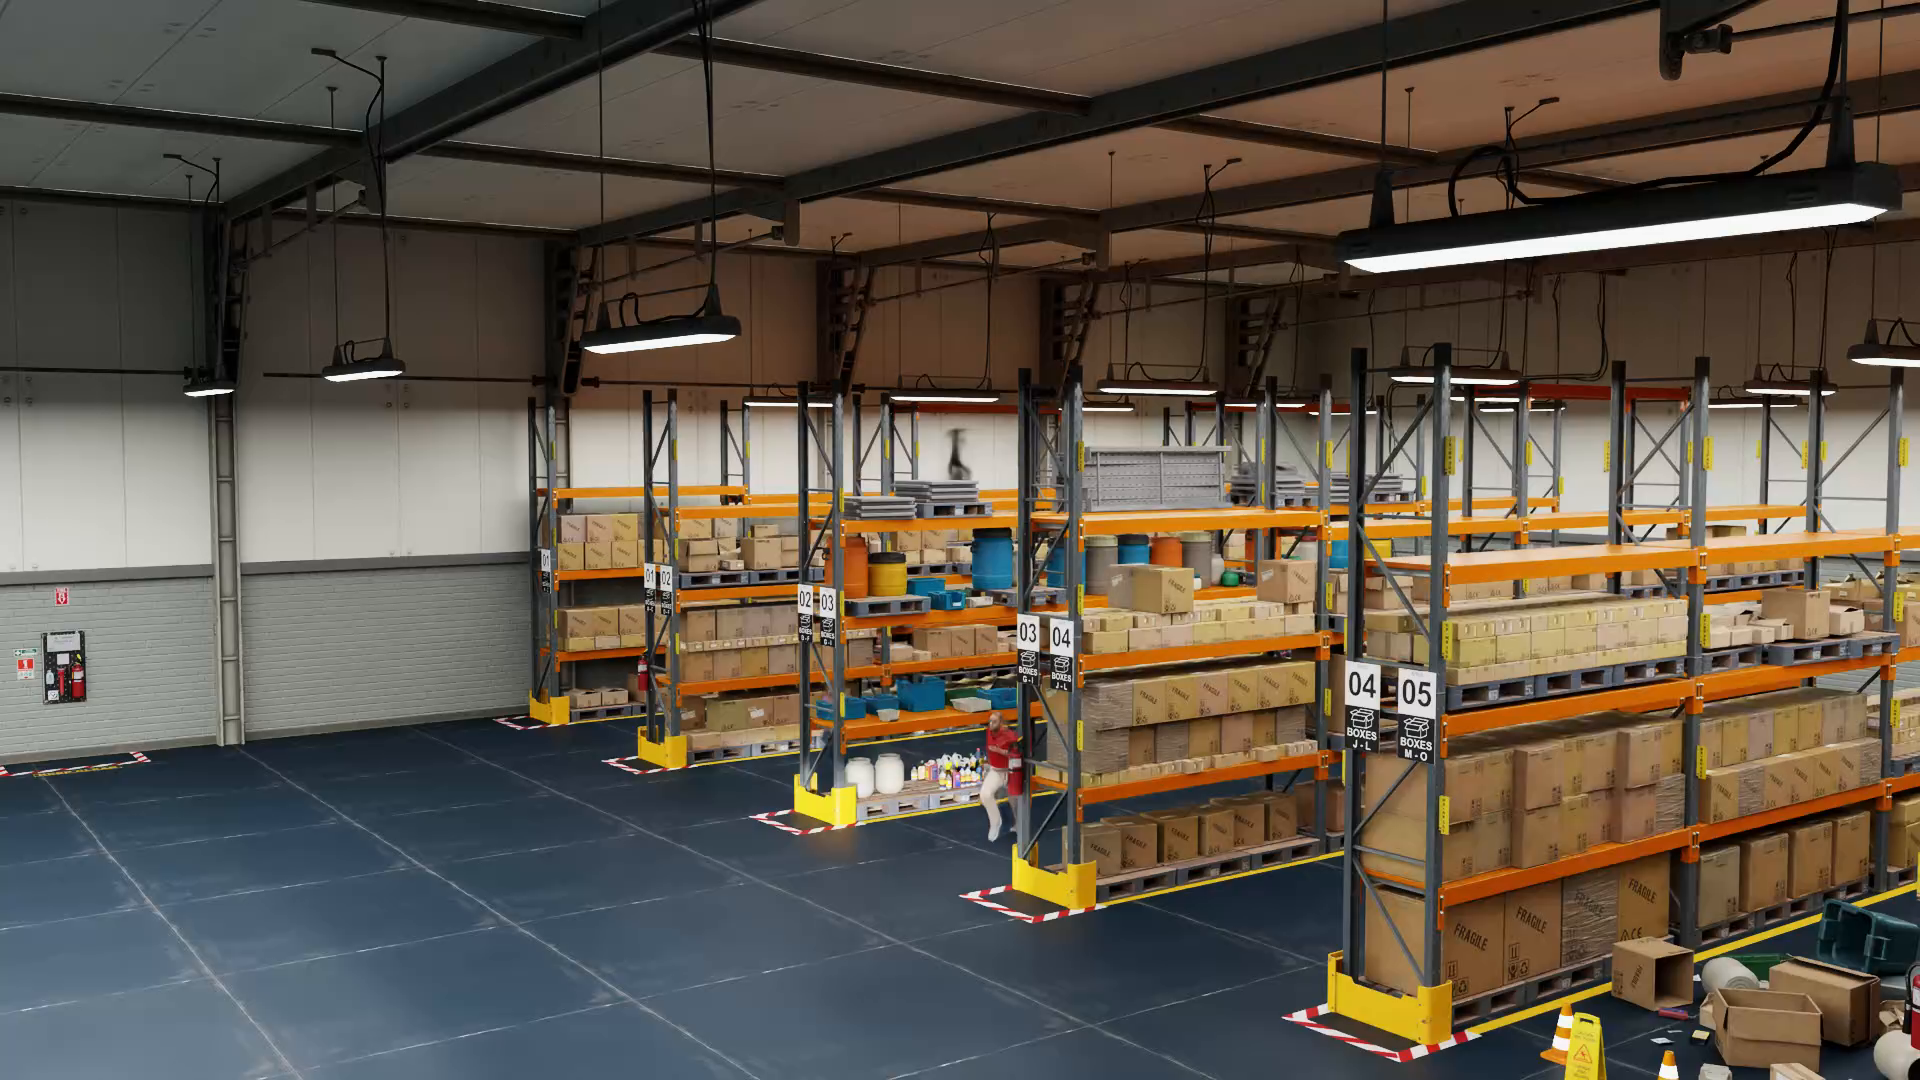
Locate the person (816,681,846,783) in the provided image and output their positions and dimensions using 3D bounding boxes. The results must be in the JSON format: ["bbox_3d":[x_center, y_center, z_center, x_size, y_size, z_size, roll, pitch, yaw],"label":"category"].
[{"bbox_3d":[-1.952,2.902,25.087,0.550,1.564,0.522,2,4,30],"label":"person"}]

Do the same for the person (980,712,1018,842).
[{"bbox_3d":[0.577,3.053,21.586,0.647,1.708,0.943,2,4,31],"label":"person"}]

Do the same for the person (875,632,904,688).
[{"bbox_3d":[-1.380,2.512,31.825,0.685,1.549,0.861,3,4,41],"label":"person"}]

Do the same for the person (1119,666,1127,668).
[{"bbox_3d":[2.806,2.701,28.244,0.761,1.669,0.636,-3,4,-37],"label":"person"}]
